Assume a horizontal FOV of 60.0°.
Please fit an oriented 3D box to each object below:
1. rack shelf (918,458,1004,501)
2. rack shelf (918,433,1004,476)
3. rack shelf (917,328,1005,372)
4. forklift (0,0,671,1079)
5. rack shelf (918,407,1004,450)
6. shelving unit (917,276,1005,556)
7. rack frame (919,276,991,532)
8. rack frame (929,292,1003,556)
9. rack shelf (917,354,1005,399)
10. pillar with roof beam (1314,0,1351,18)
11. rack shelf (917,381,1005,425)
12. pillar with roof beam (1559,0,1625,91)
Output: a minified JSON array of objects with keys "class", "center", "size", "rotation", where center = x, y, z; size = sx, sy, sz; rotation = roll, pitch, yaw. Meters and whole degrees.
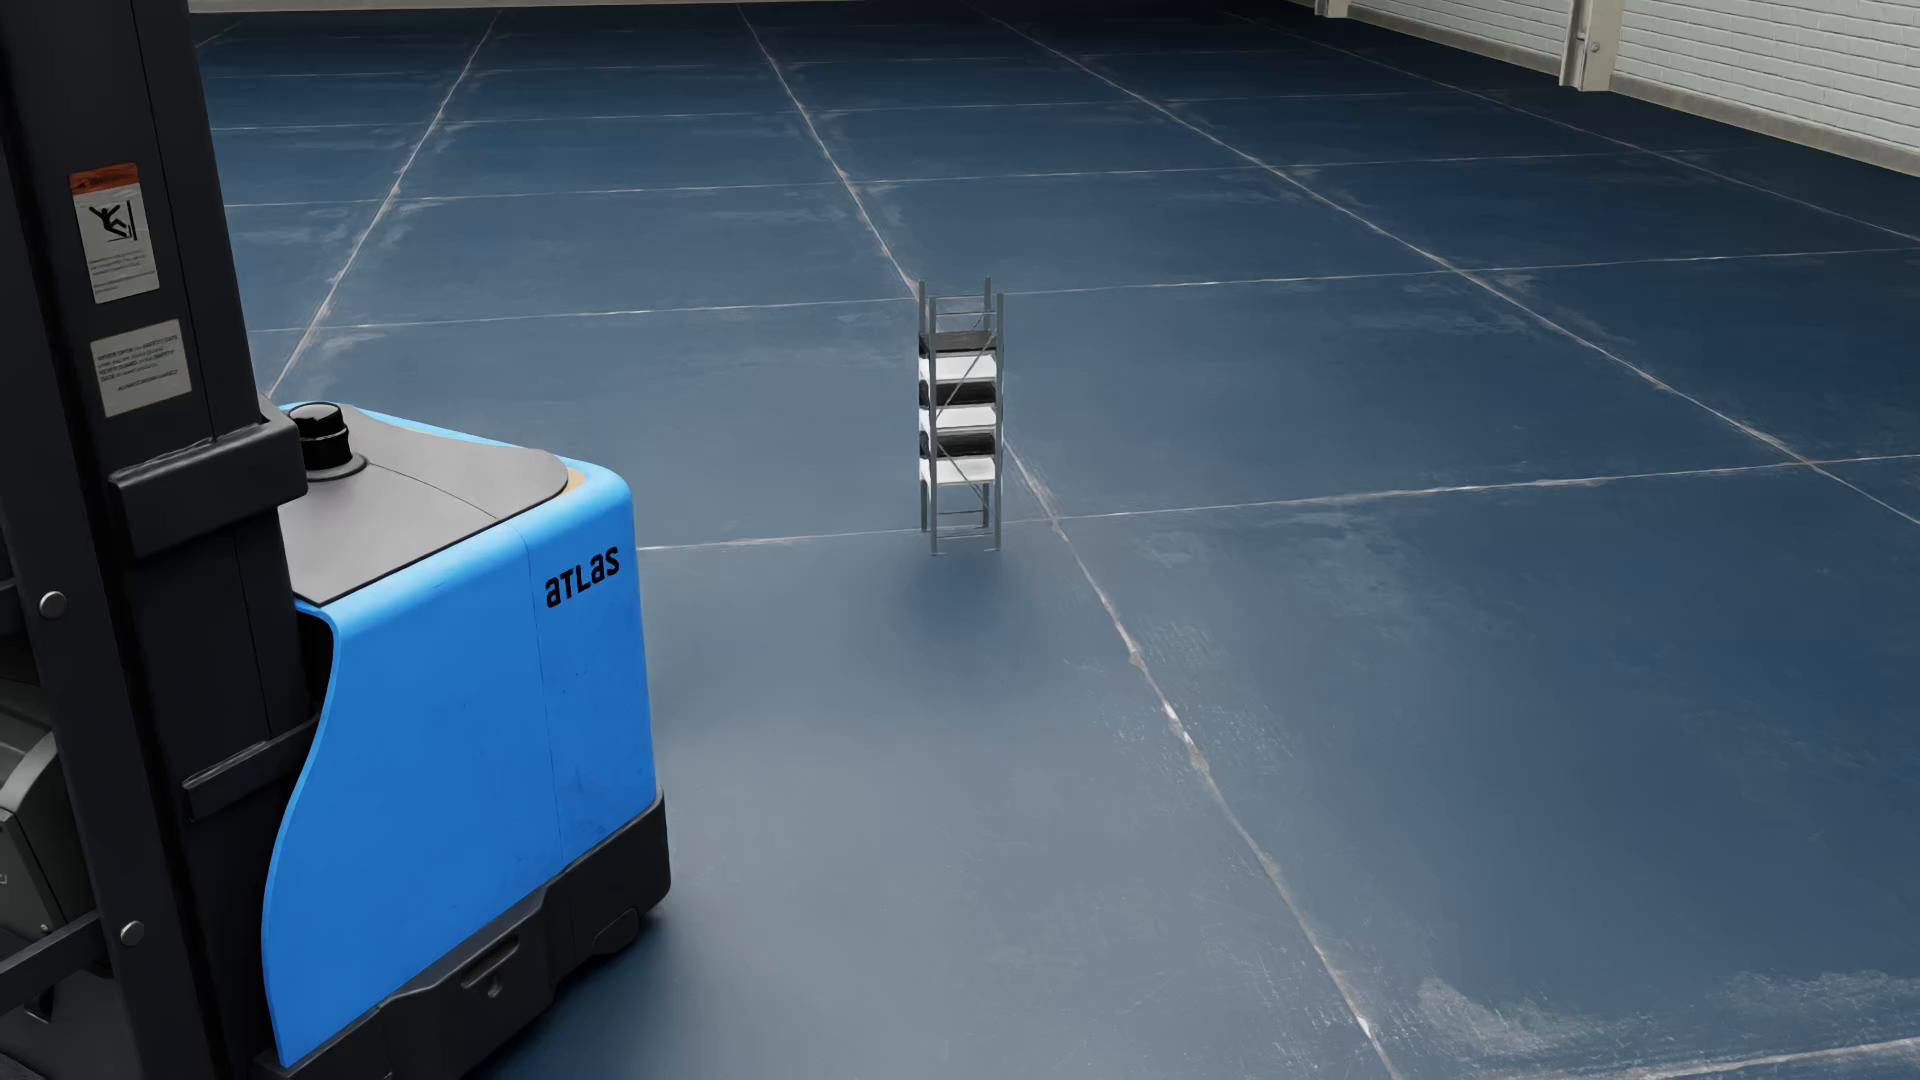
[{"class":"rack shelf","center":[0.001,-0.214,5.648],"size":[0.258,0.077,0.200],"rotation":[-4,24,-10]},{"class":"rack shelf","center":[0.001,-0.296,5.612],"size":[0.258,0.077,0.200],"rotation":[-4,24,-10]},{"class":"rack shelf","center":[0.001,-0.626,5.468],"size":[0.258,0.077,0.200],"rotation":[-4,24,-10]},{"class":"forklift","center":[-1.835,-0.089,2.293],"size":[1.130,2.935,3.031],"rotation":[13,27,28]},{"class":"rack shelf","center":[0.001,-0.379,5.576],"size":[0.258,0.077,0.200],"rotation":[-4,24,-10]},{"class":"shelving unit","center":[0.001,-0.409,5.563],"size":[0.258,0.900,0.210],"rotation":[-4,24,-10]},{"class":"rack frame","center":[-0.017,-0.449,5.654],"size":[0.240,0.900,0.006],"rotation":[-4,24,-10]},{"class":"rack frame","center":[0.020,-0.369,5.471],"size":[0.240,0.900,0.006],"rotation":[-4,24,-10]},{"class":"rack shelf","center":[0.001,-0.544,5.504],"size":[0.258,0.077,0.200],"rotation":[-4,24,-10]},{"class":"pillar with roof beam","center":[0.387,-10.312,18.118],"size":[9.100,9.000,0.400],"rotation":[-4,24,-10]},{"class":"rack shelf","center":[0.001,-0.461,5.540],"size":[0.258,0.077,0.200],"rotation":[-4,24,-10]},{"class":"pillar with roof beam","center":[1.496,-7.952,12.714],"size":[9.100,9.000,0.400],"rotation":[-4,24,-10]}]
